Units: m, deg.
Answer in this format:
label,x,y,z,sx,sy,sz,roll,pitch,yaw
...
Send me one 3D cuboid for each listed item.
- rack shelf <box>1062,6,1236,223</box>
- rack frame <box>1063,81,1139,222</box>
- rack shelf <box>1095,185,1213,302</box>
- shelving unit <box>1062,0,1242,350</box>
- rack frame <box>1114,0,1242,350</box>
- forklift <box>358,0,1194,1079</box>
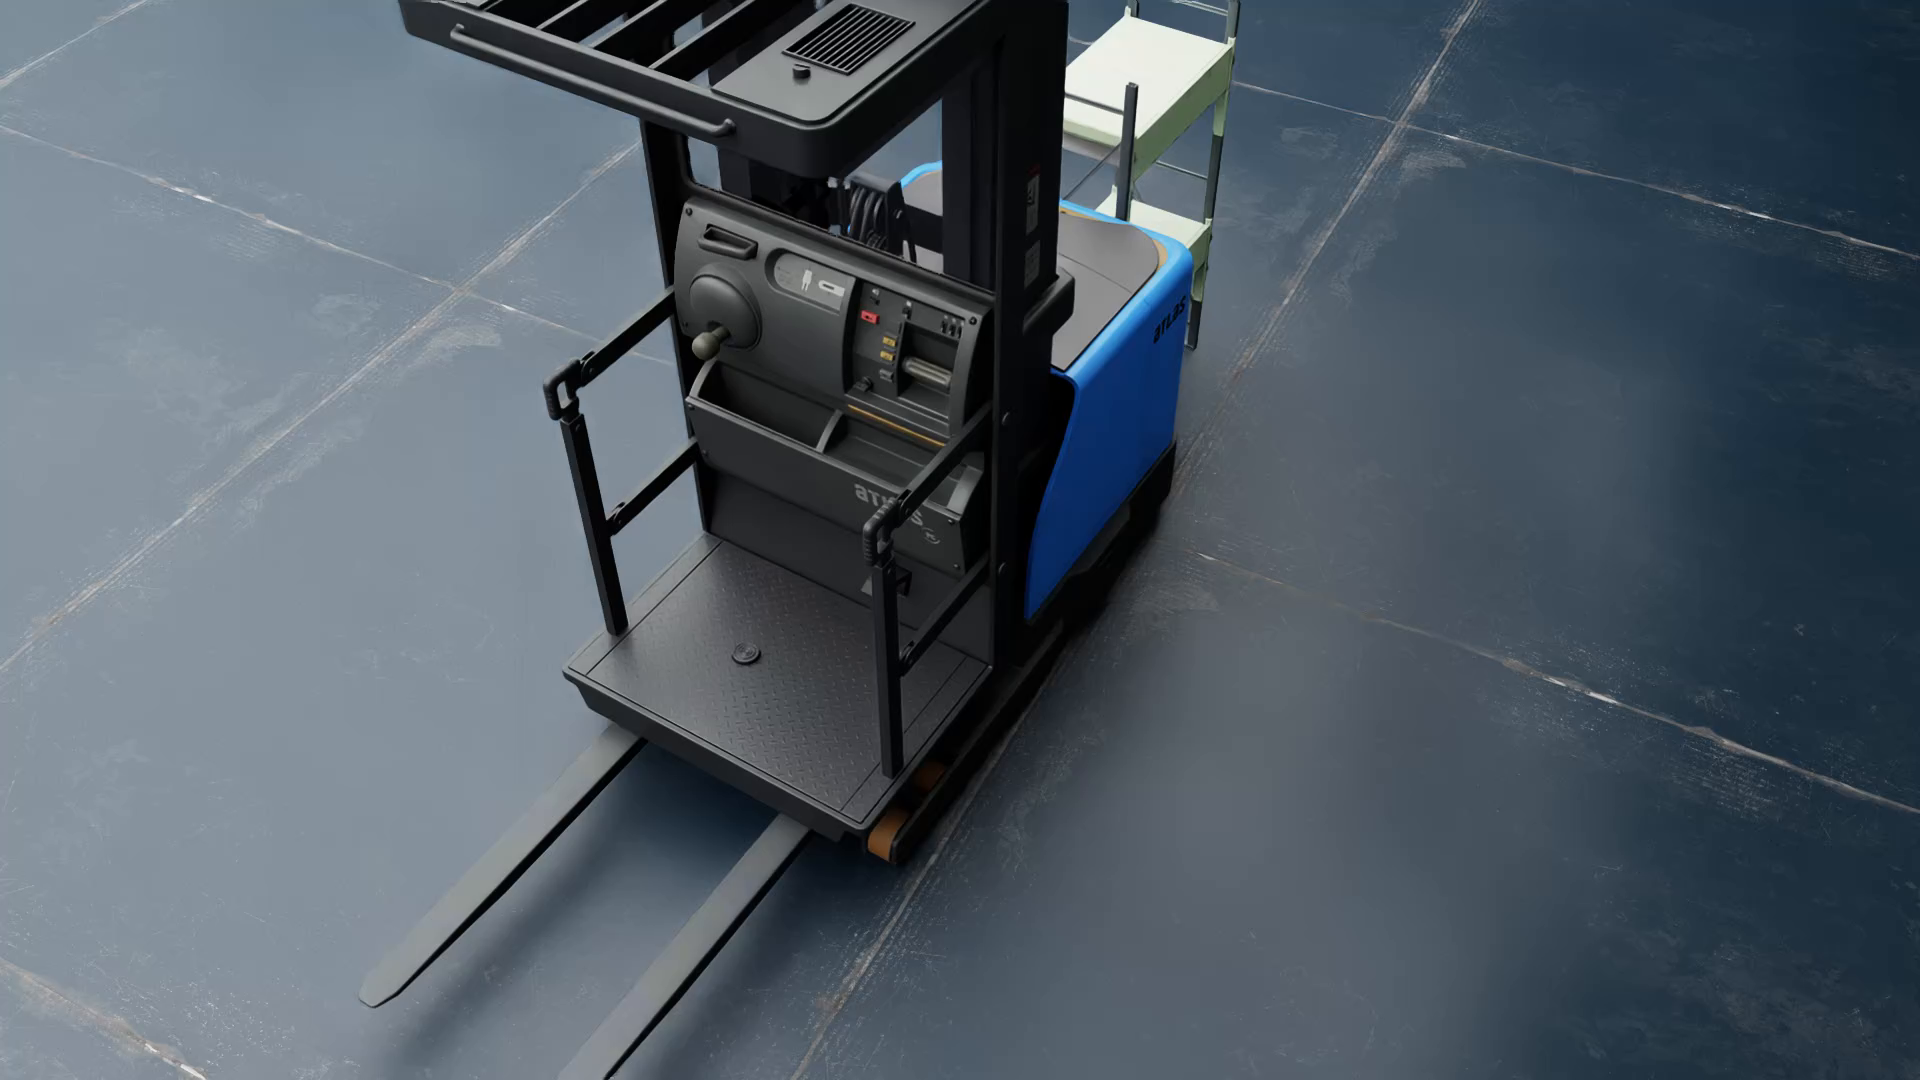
label,x,y,z,sx,sy,sz,roll,pitch,yaw
rack shelf,0.557,-1.405,5.536,0.431,0.370,0.720,24,50,22
rack frame,0.363,-0.910,5.595,0.400,1.500,0.023,24,50,22
rack shelf,0.557,-0.902,6.045,0.431,0.370,0.720,24,50,22
shelving unit,0.557,-1.131,5.813,0.431,1.500,0.755,24,50,22
rack frame,0.751,-1.352,6.032,0.400,1.500,0.023,24,50,22
forklift,-0.466,-0.485,4.169,1.130,2.935,3.031,24,50,22
